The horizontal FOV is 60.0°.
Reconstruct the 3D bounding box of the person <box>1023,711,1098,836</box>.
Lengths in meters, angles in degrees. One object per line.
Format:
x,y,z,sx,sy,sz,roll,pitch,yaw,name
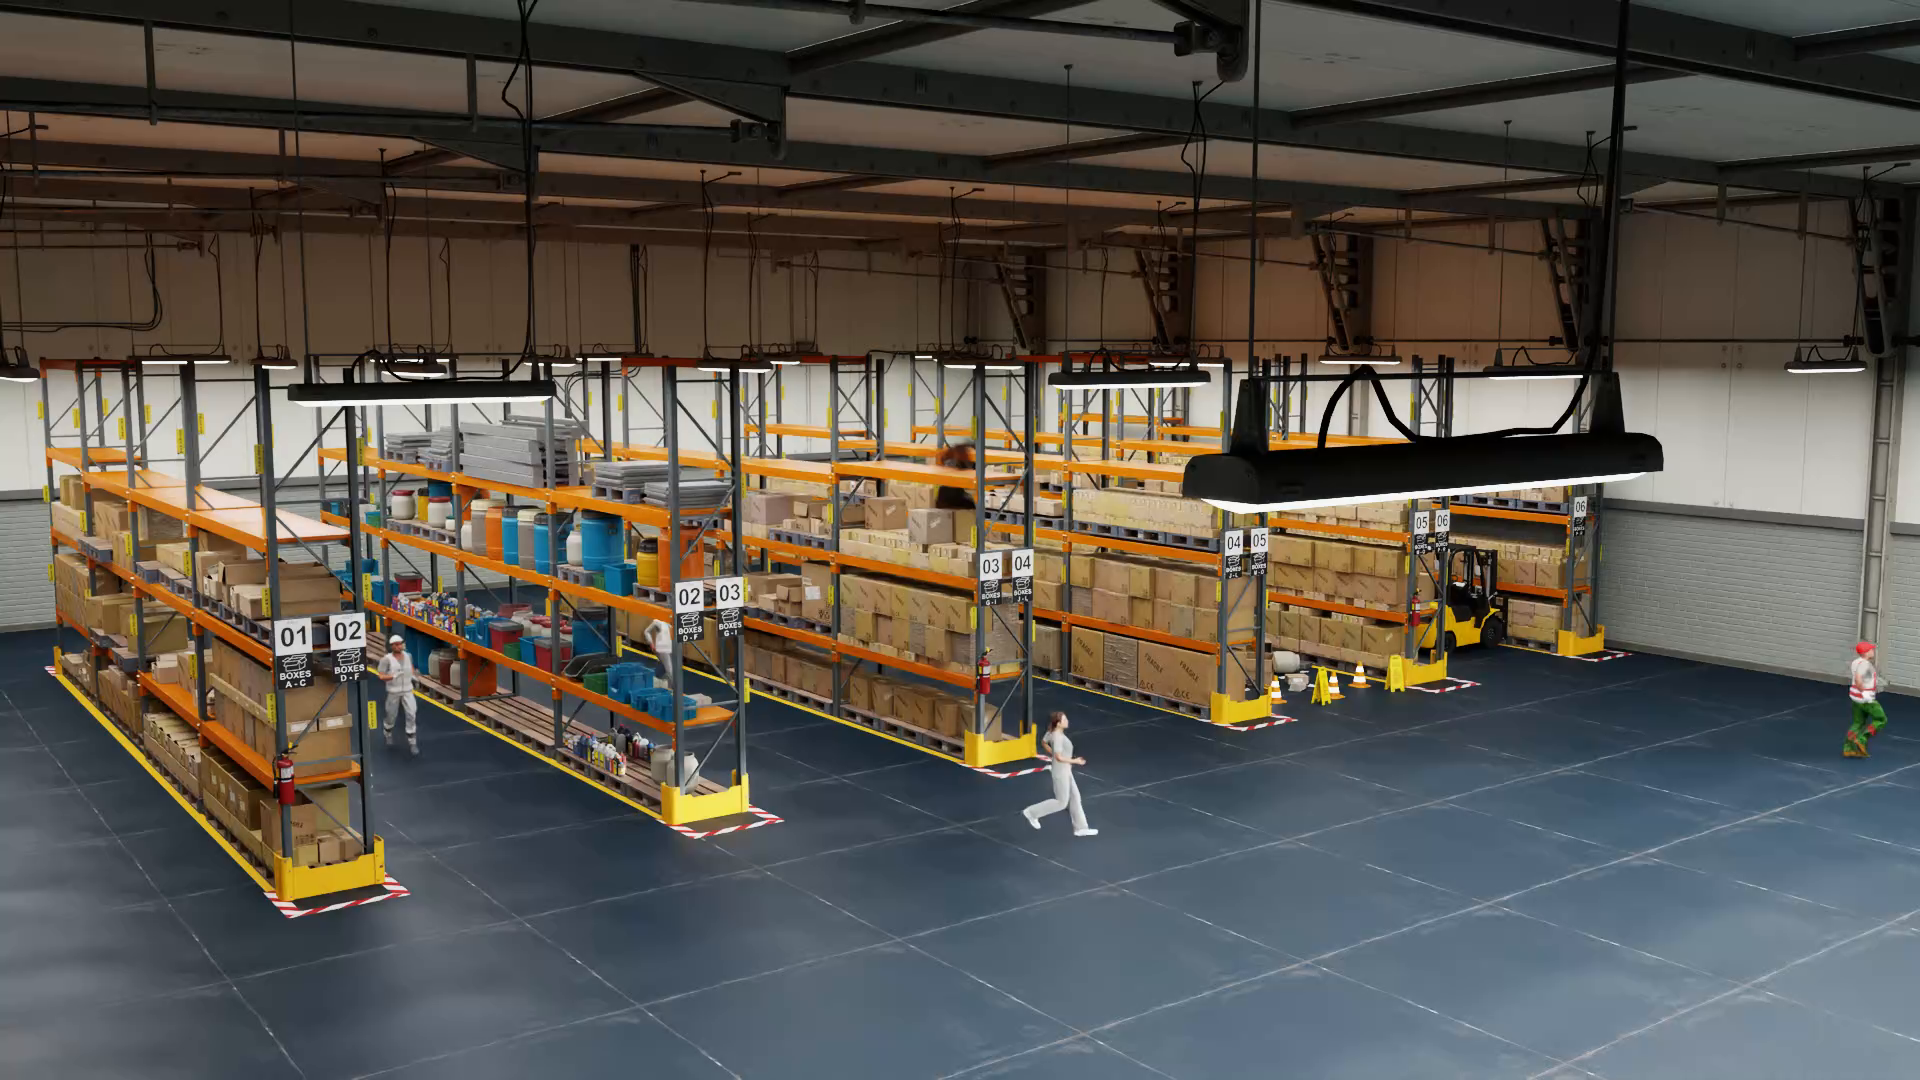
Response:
1.283,2.973,21.186,0.970,1.633,0.584,0,7,-2,person

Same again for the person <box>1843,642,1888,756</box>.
13.766,2.417,25.256,0.641,1.752,0.652,0,7,3,person

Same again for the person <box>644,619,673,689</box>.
-5.106,1.977,29.032,0.752,1.831,0.624,6,9,42,person

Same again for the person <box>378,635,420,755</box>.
-8.621,2.352,25.570,0.657,1.804,0.937,-6,9,-39,person
